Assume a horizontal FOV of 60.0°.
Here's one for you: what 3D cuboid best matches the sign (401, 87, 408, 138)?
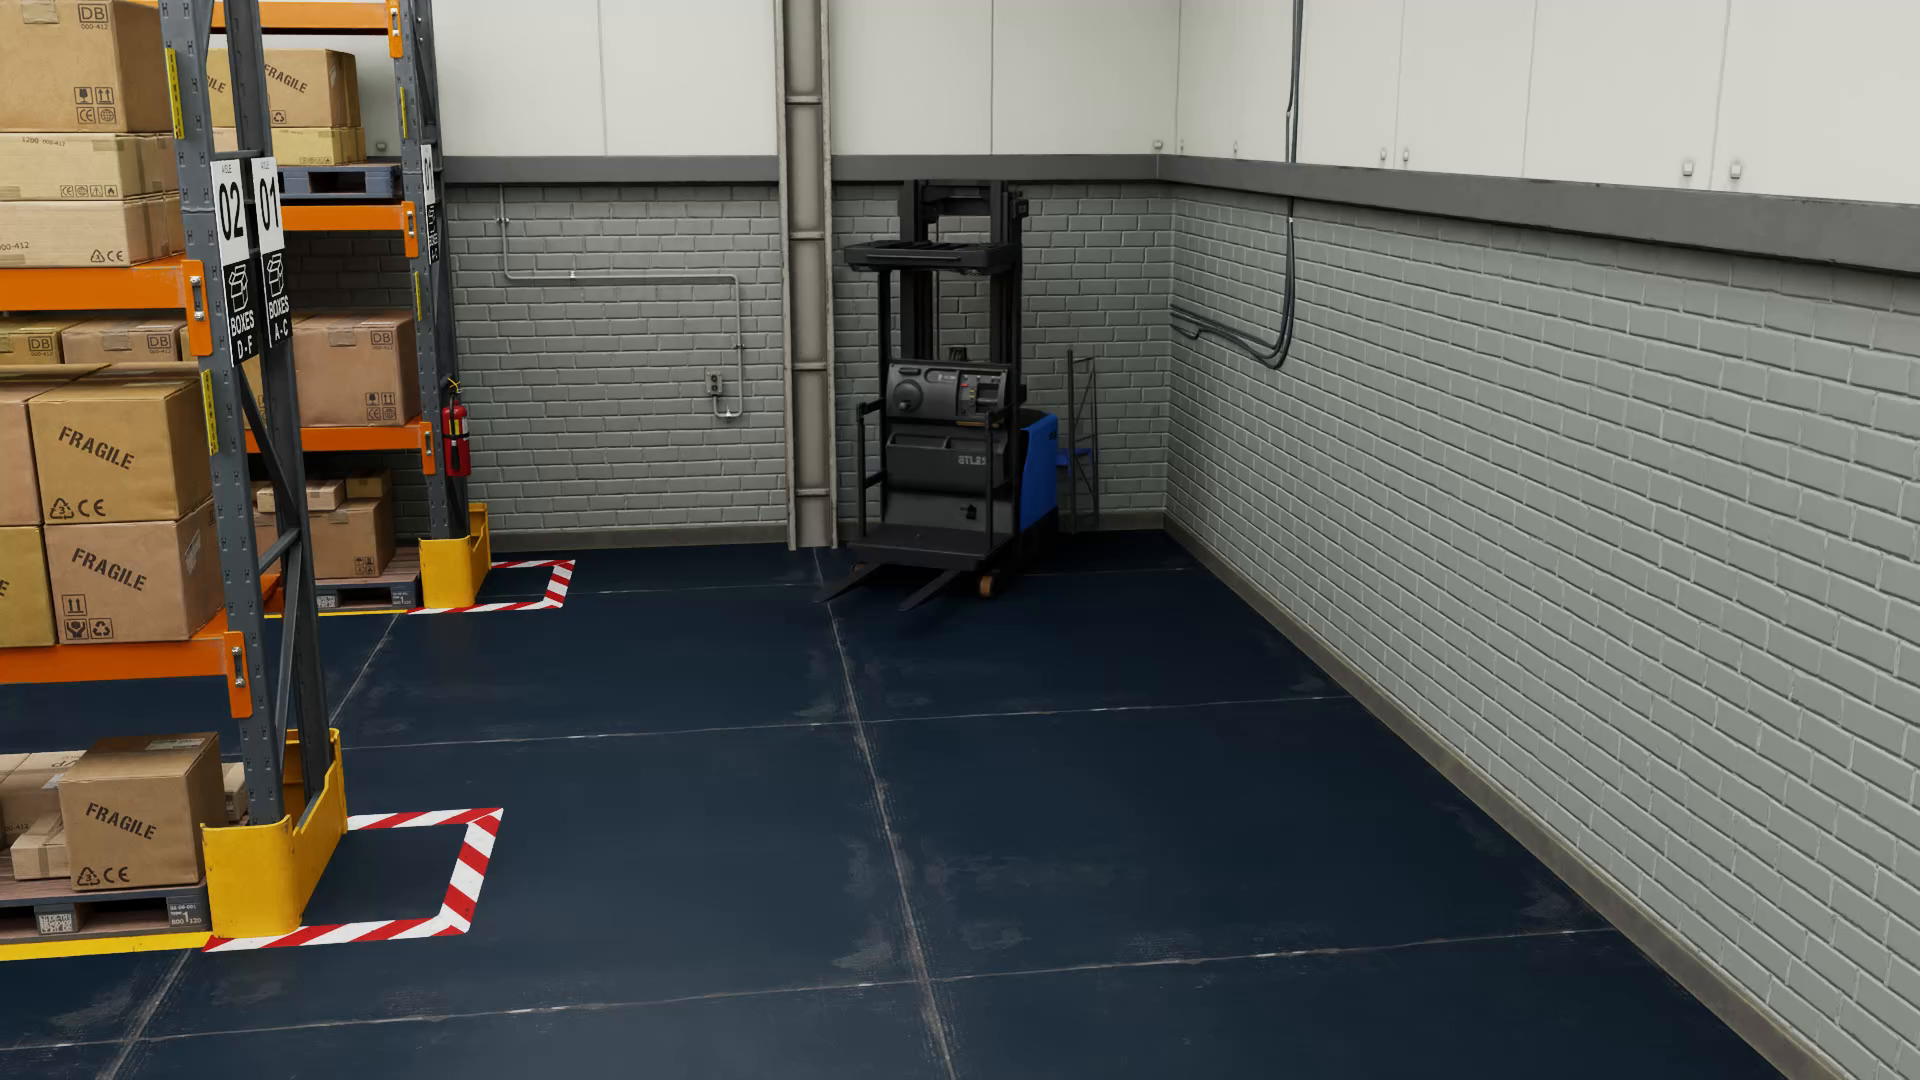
[{"bbox_3d":[-3.676,-2.825,10.997,0.005,0.325,0.100,-2,14,-8],"label":"sign"}]

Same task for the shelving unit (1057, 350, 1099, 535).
[{"bbox_3d":[0.569,-0.862,13.894,1.048,1.500,0.538,4,13,28],"label":"shelving unit"}]

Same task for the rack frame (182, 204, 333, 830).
[{"bbox_3d":[-3.001,0.081,7.231,0.127,3.000,1.000,-2,14,-8],"label":"rack frame"}]

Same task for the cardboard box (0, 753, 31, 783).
[{"bbox_3d":[-4.570,1.189,7.561,0.500,0.250,0.500,-2,14,-8],"label":"cardboard box"}]

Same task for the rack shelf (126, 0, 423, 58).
[{"bbox_3d":[-5.721,-3.405,11.099,4.000,0.370,1.077,-2,14,-8],"label":"rack shelf"}]

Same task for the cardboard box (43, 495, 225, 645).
[{"bbox_3d":[-3.404,0.114,6.893,0.500,0.500,0.500,-2,14,-7],"label":"cardboard box"}]

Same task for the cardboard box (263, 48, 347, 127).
[{"bbox_3d":[-4.426,-3.016,11.114,0.500,0.500,0.500,-2,14,-8],"label":"cardboard box"}]

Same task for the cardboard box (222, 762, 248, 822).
[{"bbox_3d":[-3.467,1.183,7.794,0.250,0.149,0.380,-2,14,-8],"label":"cardboard box"}]

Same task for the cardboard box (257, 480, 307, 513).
[{"bbox_3d":[-4.773,-0.309,11.728,0.250,0.149,0.380,-2,14,-7],"label":"cardboard box"}]

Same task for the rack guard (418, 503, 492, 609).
[{"bbox_3d":[-3.719,0.101,12.290,0.348,0.500,1.175,-2,14,-8],"label":"rack guard"}]

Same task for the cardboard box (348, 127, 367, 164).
[{"bbox_3d":[-4.501,-2.777,11.702,0.500,0.250,0.500,-1,14,-5],"label":"cardboard box"}]

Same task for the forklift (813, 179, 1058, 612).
[{"bbox_3d":[-0.168,-1.113,12.135,1.130,2.935,3.031,5,15,19],"label":"forklift"}]

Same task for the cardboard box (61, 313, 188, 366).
[{"bbox_3d":[-5.719,-1.180,11.645,0.700,0.700,0.980,-3,14,-11],"label":"cardboard box"}]

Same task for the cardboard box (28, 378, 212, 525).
[{"bbox_3d":[-3.400,-0.370,6.770,0.500,0.500,0.500,-2,14,-9],"label":"cardboard box"}]

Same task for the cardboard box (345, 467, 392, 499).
[{"bbox_3d":[-4.326,-0.419,12.169,0.250,0.149,0.380,-2,14,-8],"label":"cardboard box"}]

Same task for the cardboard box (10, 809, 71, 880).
[{"bbox_3d":[-3.916,1.314,7.235,0.250,0.166,0.380,-2,14,-8],"label":"cardboard box"}]

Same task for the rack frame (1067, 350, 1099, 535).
[{"bbox_3d":[1.014,-0.827,13.652,0.032,1.500,0.500,4,13,28],"label":"rack frame"}]

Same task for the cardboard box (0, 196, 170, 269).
[{"bbox_3d":[-3.470,-1.219,6.558,0.500,0.250,0.500,-2,14,-8],"label":"cardboard box"}]

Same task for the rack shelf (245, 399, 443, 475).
[{"bbox_3d":[-5.721,-0.689,11.781,4.000,0.370,1.077,-2,14,-8],"label":"rack shelf"}]

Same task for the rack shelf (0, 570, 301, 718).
[{"bbox_3d":[-4.979,0.503,7.030,4.000,0.370,1.077,-2,14,-8],"label":"rack shelf"}]

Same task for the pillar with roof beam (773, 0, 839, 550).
[{"bbox_3d":[-0.561,-3.290,8.343,0.400,9.000,9.100,-2,14,-8],"label":"pillar with roof beam"}]

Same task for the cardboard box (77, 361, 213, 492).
[{"bbox_3d":[-3.479,-0.500,7.286,0.500,0.500,0.500,-2,14,-7],"label":"cardboard box"}]

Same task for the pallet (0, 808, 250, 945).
[{"bbox_3d":[-3.865,1.466,7.444,1.213,0.211,1.003,-2,14,-8],"label":"pallet"}]

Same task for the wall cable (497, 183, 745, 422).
[{"bbox_3d":[-2.618,-1.877,12.951,1.851,1.984,0.084,-2,14,-8],"label":"wall cable"}]

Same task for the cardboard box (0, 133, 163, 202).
[{"bbox_3d":[-3.471,-1.463,6.505,0.500,0.250,0.500,-2,14,-8],"label":"cardboard box"}]

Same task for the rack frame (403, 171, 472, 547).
[{"bbox_3d":[-3.743,-1.110,11.982,0.127,3.000,1.000,-2,14,-8],"label":"rack frame"}]

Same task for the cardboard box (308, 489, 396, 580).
[{"bbox_3d":[-4.420,-0.052,12.038,0.500,0.500,0.700,-2,14,-8],"label":"cardboard box"}]

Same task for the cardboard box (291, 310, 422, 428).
[{"bbox_3d":[-4.246,-1.235,11.862,0.700,0.700,0.980,-1,14,-6],"label":"cardboard box"}]

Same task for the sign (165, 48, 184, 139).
[{"bbox_3d":[-2.938,-1.669,6.224,0.005,0.325,0.100,-2,14,-8],"label":"sign"}]

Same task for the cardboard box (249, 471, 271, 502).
[{"bbox_3d":[-5.075,-0.392,12.059,0.250,0.149,0.380,-2,14,-8],"label":"cardboard box"}]

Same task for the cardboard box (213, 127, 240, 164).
[{"bbox_3d":[-4.942,-2.635,11.135,0.500,0.250,0.500,-3,14,-10],"label":"cardboard box"}]

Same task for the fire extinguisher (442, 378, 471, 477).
[{"bbox_3d":[-3.525,-0.786,11.616,0.183,0.674,0.296,-2,14,-8],"label":"fire extinguisher"}]

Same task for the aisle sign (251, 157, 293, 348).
[{"bbox_3d":[-2.978,-1.253,7.207,0.004,0.787,0.394,-2,14,-8],"label":"aisle sign"}]
